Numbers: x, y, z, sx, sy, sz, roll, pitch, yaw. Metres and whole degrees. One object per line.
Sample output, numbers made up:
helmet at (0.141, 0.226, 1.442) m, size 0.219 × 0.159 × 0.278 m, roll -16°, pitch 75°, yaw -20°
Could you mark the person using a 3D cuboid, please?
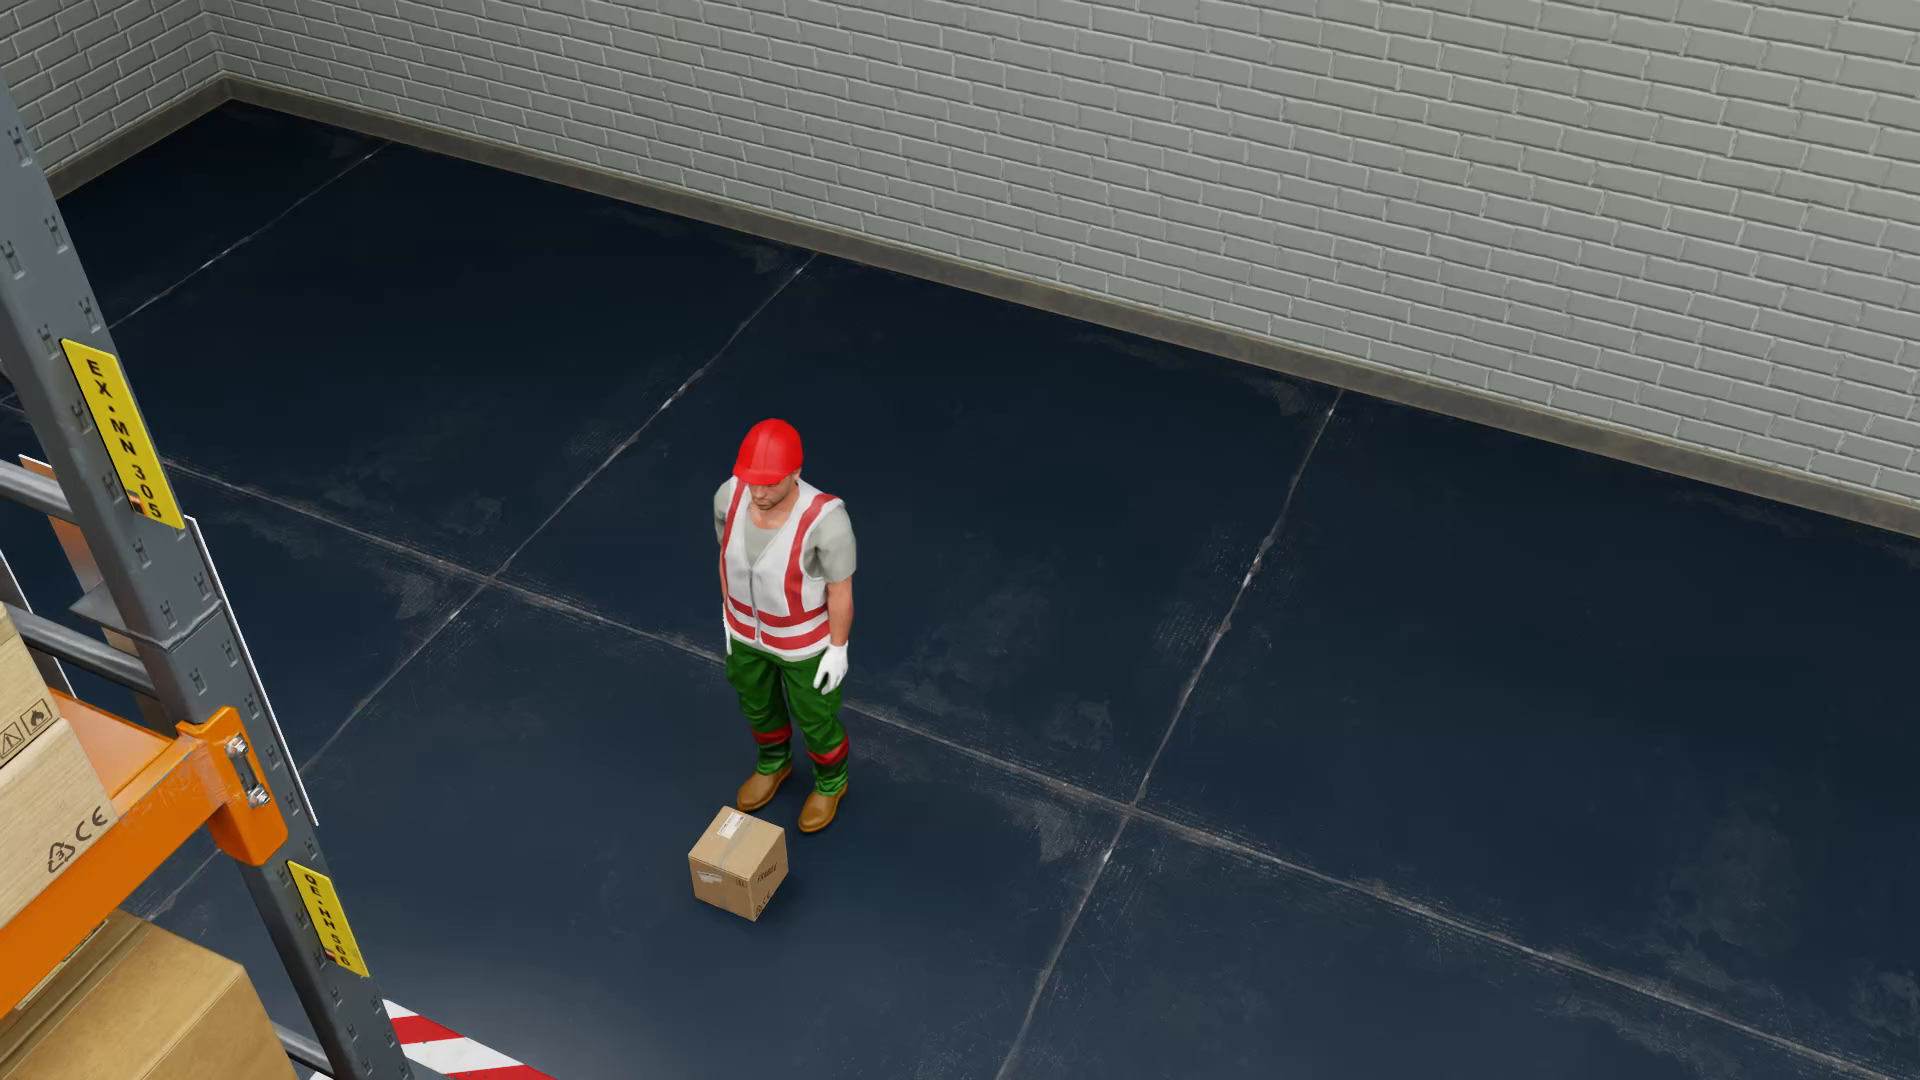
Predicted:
person at (-0.609, 0.317, 5.786) m, size 0.525 × 1.785 × 0.346 m, roll 18°, pitch 45°, yaw 19°
